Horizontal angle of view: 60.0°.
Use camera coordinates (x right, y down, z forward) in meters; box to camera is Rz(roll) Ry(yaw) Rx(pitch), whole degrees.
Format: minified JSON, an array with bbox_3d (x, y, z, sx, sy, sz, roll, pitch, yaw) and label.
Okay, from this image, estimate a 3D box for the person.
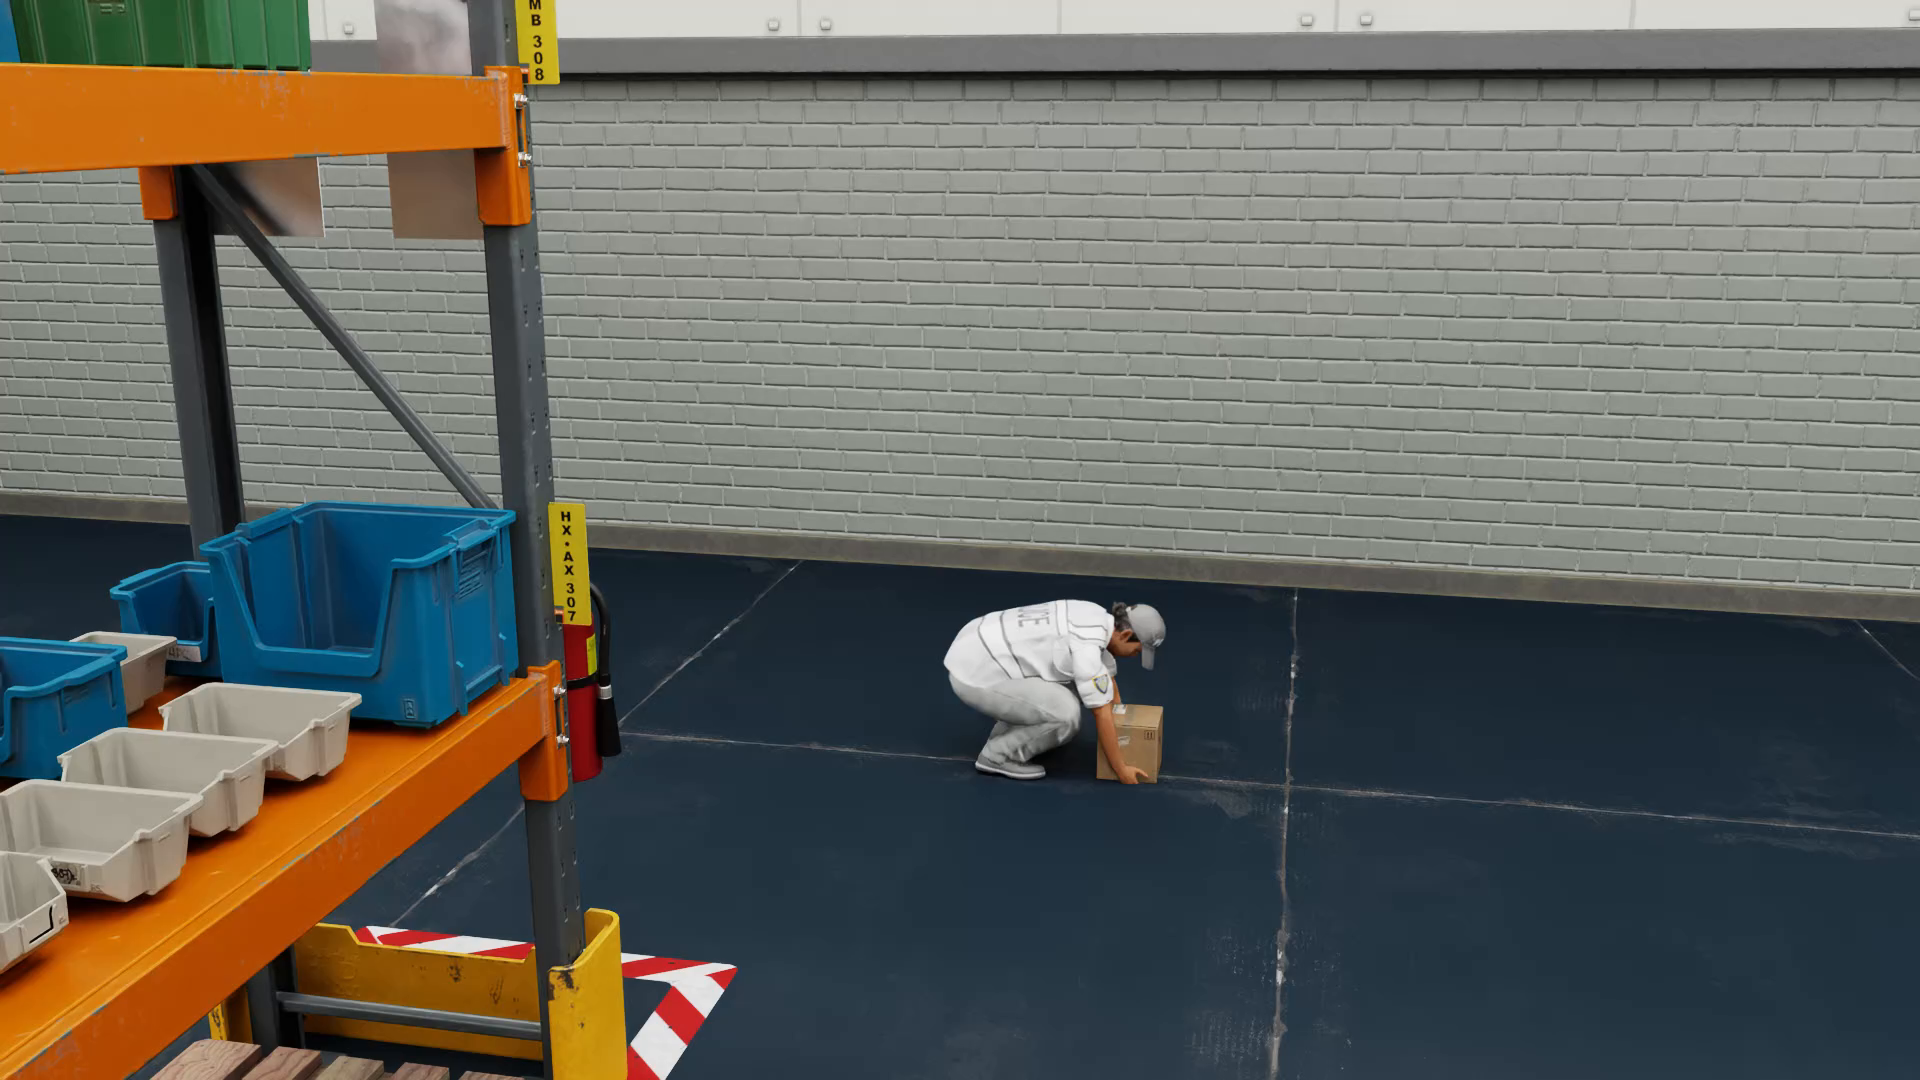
[{"bbox_3d":[0.400,0.625,7.042,0.919,0.772,0.513,3,15,10],"label":"person"}]
